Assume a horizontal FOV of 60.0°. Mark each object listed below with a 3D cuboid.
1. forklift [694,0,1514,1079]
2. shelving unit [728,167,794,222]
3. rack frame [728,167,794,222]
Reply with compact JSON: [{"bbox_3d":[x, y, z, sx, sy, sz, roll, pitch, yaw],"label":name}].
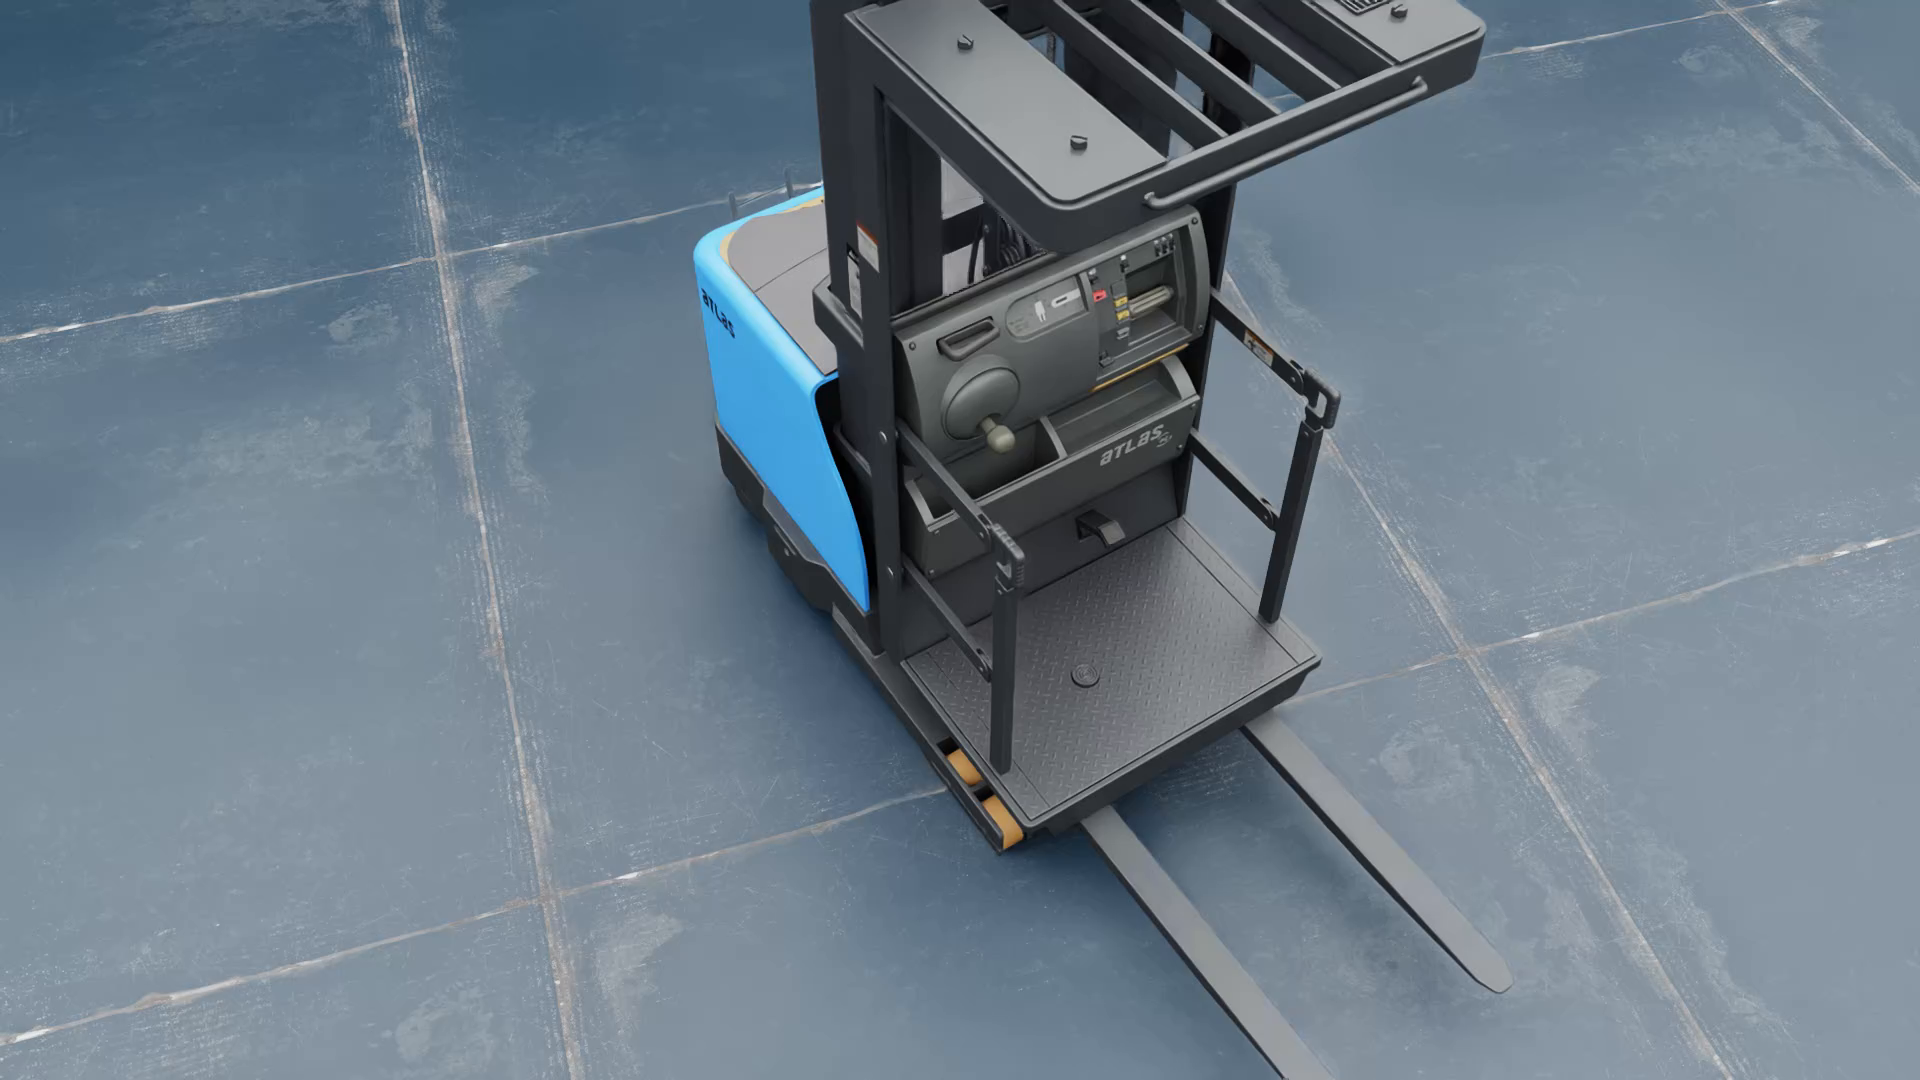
[{"bbox_3d":[0.383,-0.443,4.207,1.130,2.935,3.031,-26,55,-21],"label":"forklift"},{"bbox_3d":[-0.589,-0.839,5.857,0.258,0.900,0.210,-29,50,-22],"label":"shelving unit"},{"bbox_3d":[-0.649,-0.894,5.918,0.240,0.900,0.006,-29,50,-22],"label":"rack frame"}]
